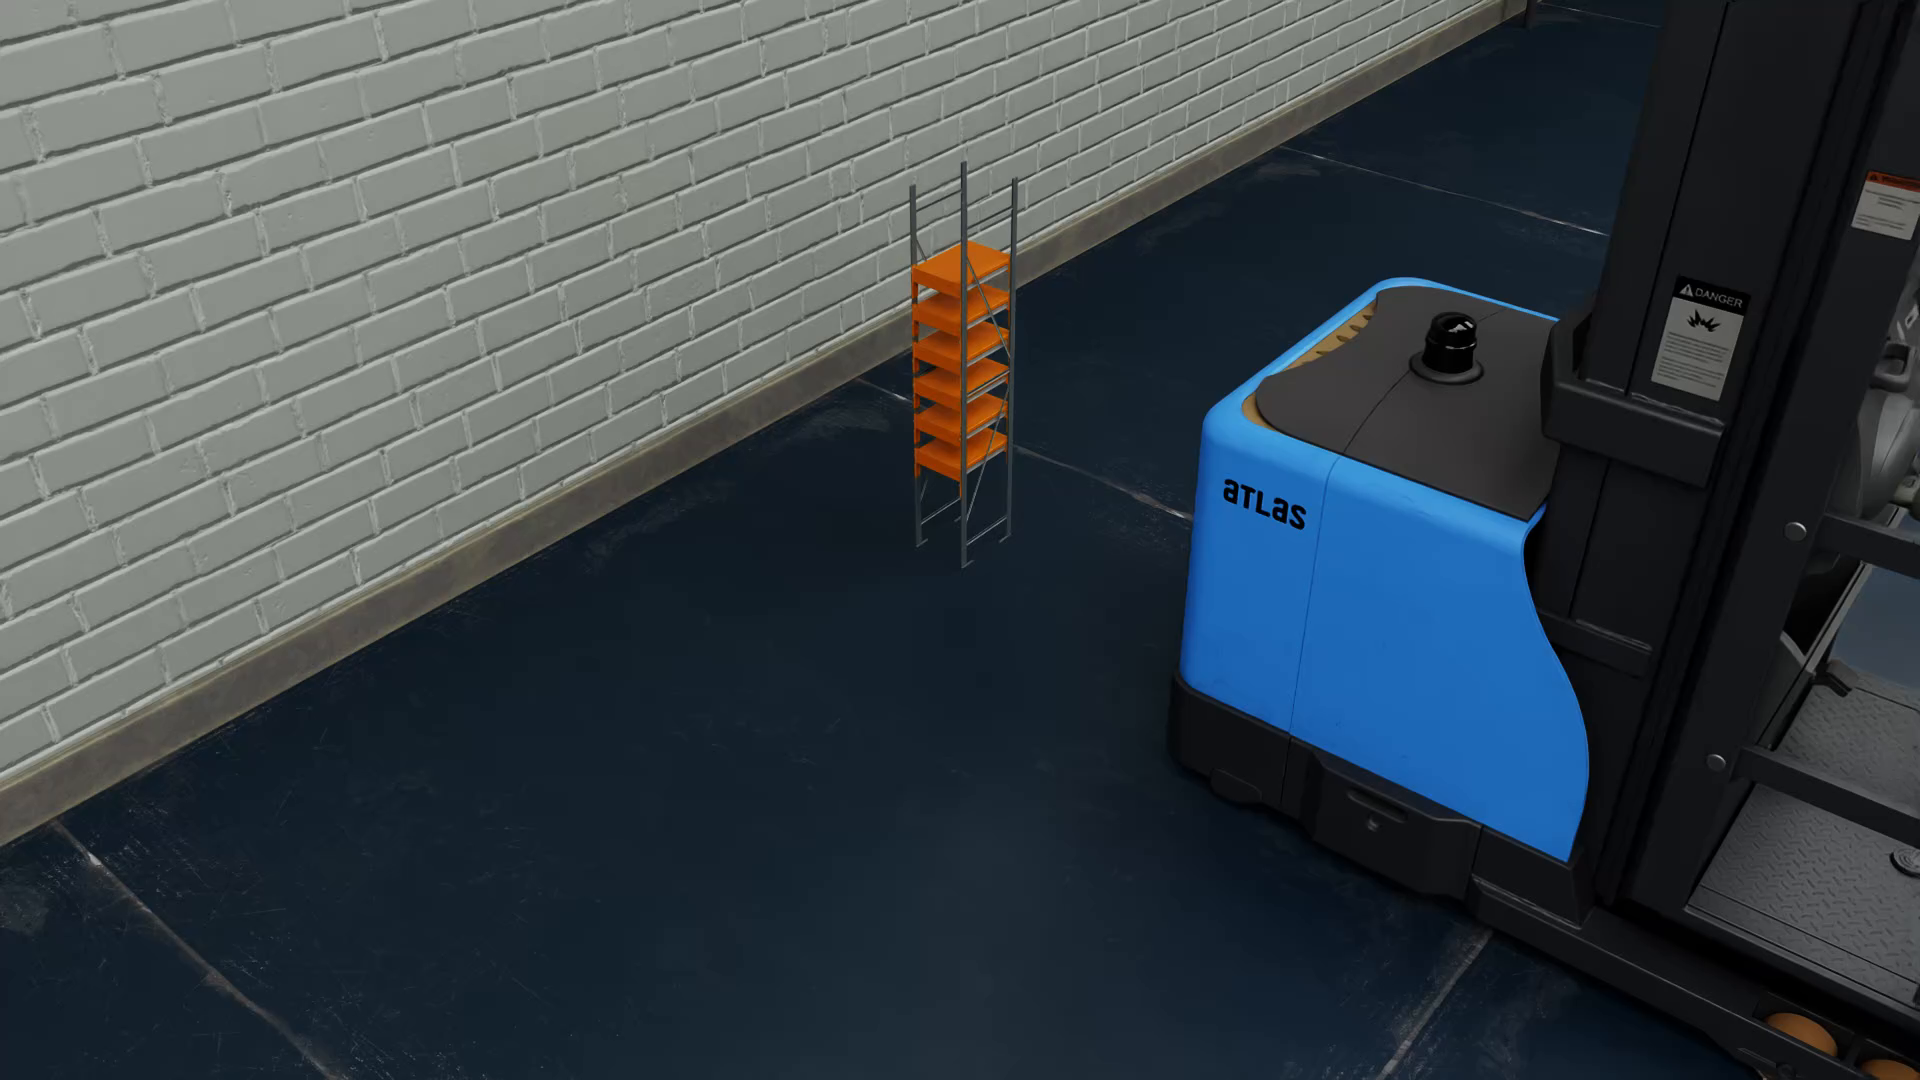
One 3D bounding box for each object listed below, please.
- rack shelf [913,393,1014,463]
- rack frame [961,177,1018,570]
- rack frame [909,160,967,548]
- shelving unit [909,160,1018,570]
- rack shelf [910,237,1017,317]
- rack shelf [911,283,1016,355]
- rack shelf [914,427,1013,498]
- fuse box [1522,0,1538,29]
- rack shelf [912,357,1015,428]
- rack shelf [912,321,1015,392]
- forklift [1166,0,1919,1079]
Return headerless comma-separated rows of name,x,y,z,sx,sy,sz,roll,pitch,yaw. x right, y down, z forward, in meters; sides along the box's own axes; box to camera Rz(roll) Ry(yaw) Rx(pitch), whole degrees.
rack shelf,0.011,-0.354,4.996,0.180,0.103,0.258,25,42,32
rack frame,0.081,-0.456,4.854,0.006,1.200,0.240,25,42,32
rack frame,-0.059,-0.523,4.951,0.006,1.200,0.240,25,42,32
shelving unit,0.011,-0.489,4.903,0.189,1.200,0.258,25,42,32
rack shelf,0.011,-0.749,4.724,0.180,0.103,0.258,25,42,32
rack shelf,0.011,-0.651,4.792,0.180,0.103,0.258,25,42,32
rack shelf,0.011,-0.255,5.064,0.180,0.103,0.258,25,42,32
fuse box,3.287,-3.642,9.042,0.414,1.711,0.539,25,42,32
rack shelf,0.011,-0.453,4.928,0.180,0.103,0.258,25,42,32
rack shelf,0.011,-0.552,4.860,0.180,0.103,0.258,25,42,32
forklift,2.010,-0.307,3.108,3.031,2.935,1.130,24,41,31
